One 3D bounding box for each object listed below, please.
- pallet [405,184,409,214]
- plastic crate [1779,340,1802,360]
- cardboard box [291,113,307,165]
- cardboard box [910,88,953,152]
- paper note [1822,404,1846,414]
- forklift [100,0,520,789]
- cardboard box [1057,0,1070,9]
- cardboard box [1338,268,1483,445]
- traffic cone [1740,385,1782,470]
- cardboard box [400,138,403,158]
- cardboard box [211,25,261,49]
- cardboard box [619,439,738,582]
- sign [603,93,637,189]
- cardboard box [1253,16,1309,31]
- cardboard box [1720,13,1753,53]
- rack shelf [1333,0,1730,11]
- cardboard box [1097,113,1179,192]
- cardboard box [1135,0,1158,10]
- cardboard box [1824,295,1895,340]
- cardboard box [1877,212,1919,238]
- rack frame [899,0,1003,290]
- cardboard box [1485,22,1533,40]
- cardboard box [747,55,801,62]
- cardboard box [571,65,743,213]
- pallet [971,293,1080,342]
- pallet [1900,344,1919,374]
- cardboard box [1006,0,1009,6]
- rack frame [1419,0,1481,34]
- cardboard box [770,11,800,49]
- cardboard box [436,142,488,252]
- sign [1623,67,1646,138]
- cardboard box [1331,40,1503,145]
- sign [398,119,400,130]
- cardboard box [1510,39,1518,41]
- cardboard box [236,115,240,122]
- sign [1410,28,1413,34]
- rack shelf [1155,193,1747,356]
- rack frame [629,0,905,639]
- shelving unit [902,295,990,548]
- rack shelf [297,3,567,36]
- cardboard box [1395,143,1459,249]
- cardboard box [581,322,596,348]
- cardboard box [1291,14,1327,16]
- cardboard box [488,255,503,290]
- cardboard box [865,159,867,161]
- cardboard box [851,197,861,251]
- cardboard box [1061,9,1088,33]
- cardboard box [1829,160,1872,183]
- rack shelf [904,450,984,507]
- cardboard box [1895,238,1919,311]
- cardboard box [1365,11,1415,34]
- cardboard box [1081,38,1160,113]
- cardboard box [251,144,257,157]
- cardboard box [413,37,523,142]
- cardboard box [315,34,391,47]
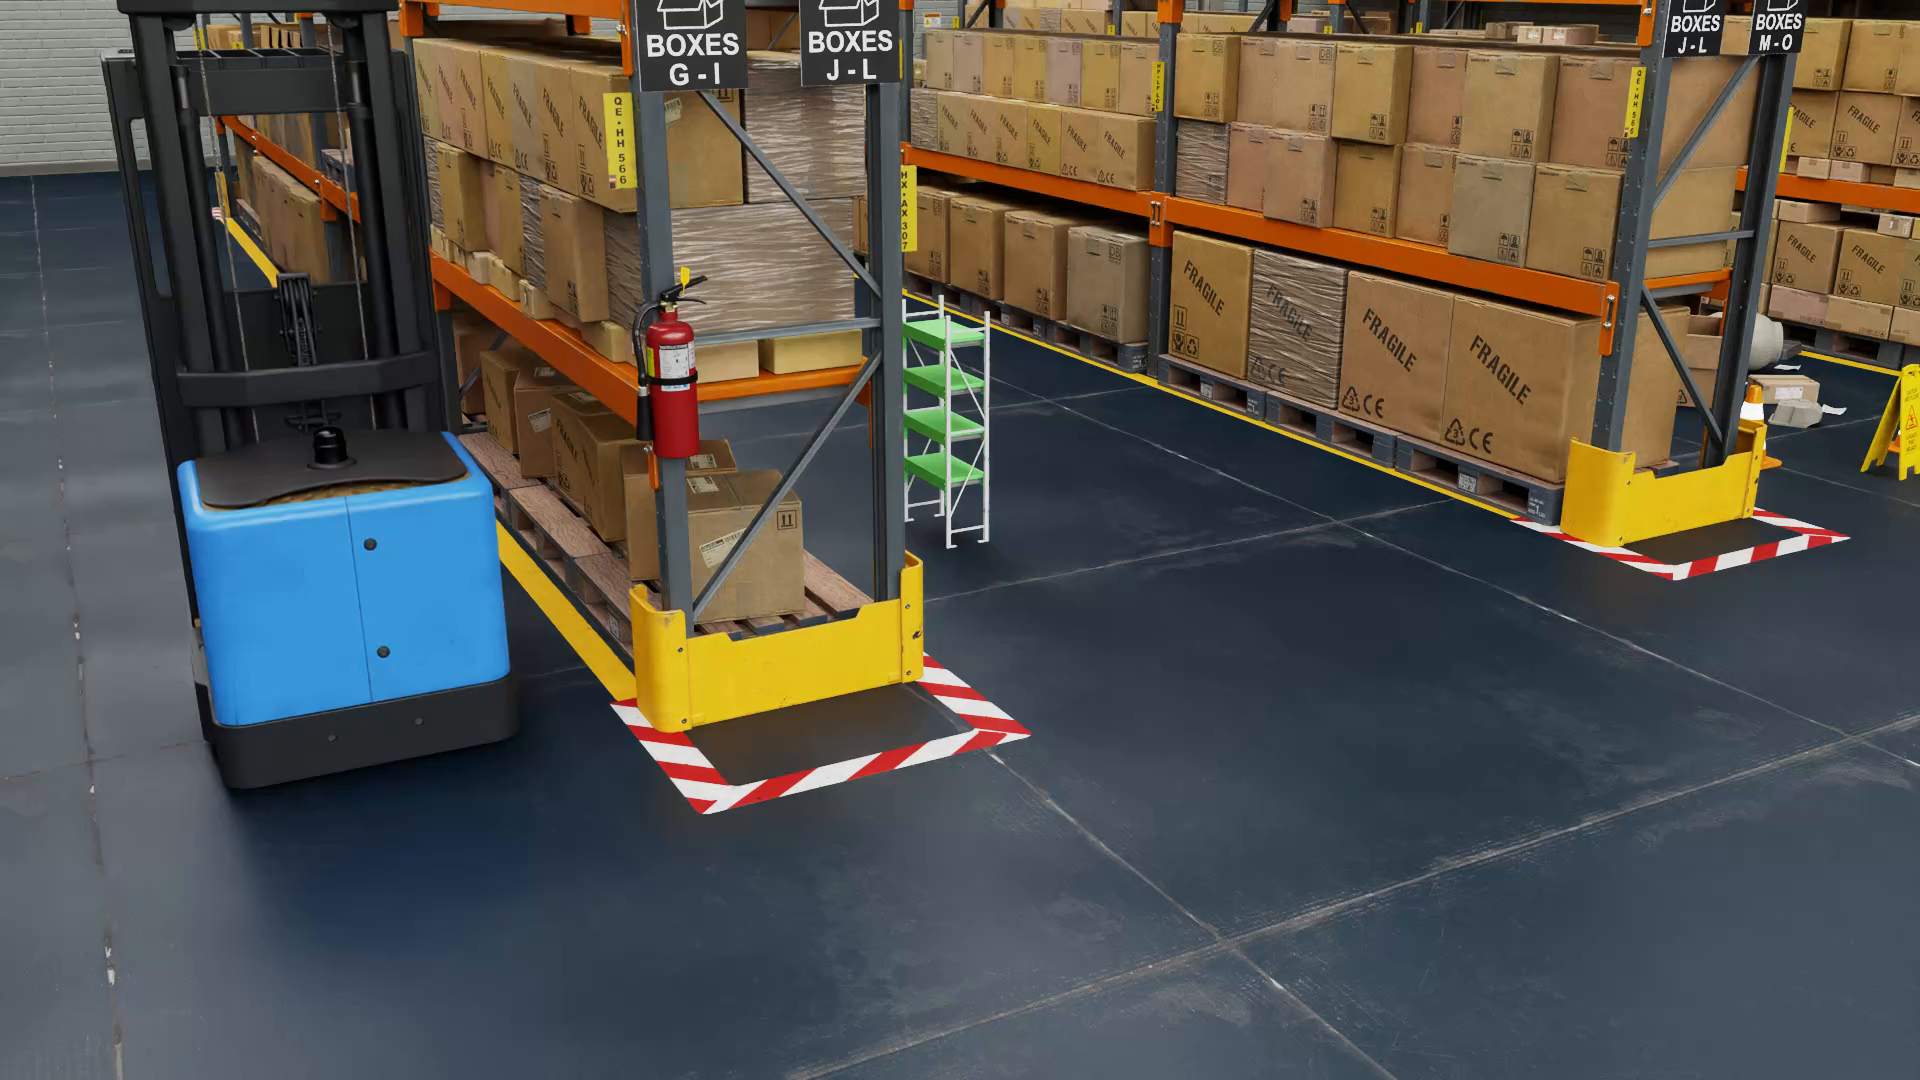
[{"bbox_3d":[-2.824,-2.079,10.352,1.003,0.211,1.213,-10,21,-27],"label":"pallet"},{"bbox_3d":[6.156,-1.505,12.870,0.583,0.080,0.402,16,25,39],"label":"plastic crate"},{"bbox_3d":[-5.173,-3.371,13.647,0.500,0.500,0.500,-10,22,-27],"label":"cardboard box"},{"bbox_3d":[-0.100,-3.692,14.579,0.500,0.500,0.500,-10,21,-26],"label":"cardboard box"},{"bbox_3d":[5.831,-0.874,11.117,0.142,0.019,0.148,16,25,39],"label":"paper note"},{"bbox_3d":[-2.779,-0.945,6.877,1.130,2.935,3.031,-9,21,-25],"label":"forklift"},{"bbox_3d":[1.481,-6.927,21.426,0.380,0.149,0.250,-10,21,-27],"label":"cardboard box"},{"bbox_3d":[2.923,-1.150,9.978,0.875,0.875,0.875,-10,22,-28],"label":"cardboard box"},{"bbox_3d":[4.721,-0.692,9.927,0.336,0.463,0.334,-10,21,-27],"label":"traffic cone"},{"bbox_3d":[-3.494,-2.658,10.935,0.797,0.503,0.637,-8,20,-21],"label":"cardboard box"},{"bbox_3d":[-7.809,-5.326,18.091,0.500,0.500,0.500,-11,22,-28],"label":"cardboard box"},{"bbox_3d":[-1.286,-0.144,7.640,0.500,0.500,0.500,-4,20,-12],"label":"cardboard box"},{"bbox_3d":[-1.188,-1.396,5.819,0.100,0.325,0.005,-10,21,-27],"label":"sign"},{"bbox_3d":[3.506,-5.385,17.952,0.500,0.500,0.500,-10,21,-26],"label":"cardboard box"},{"bbox_3d":[6.150,-3.963,13.377,0.700,0.500,0.500,-10,22,-27],"label":"cardboard box"},{"bbox_3d":[5.182,-5.115,15.360,1.077,0.370,4.000,-10,21,-27],"label":"rack shelf"},{"bbox_3d":[1.341,-2.823,12.060,0.500,0.500,0.500,-10,21,-27],"label":"cardboard box"},{"bbox_3d":[2.412,-6.717,20.817,0.380,0.149,0.250,-10,22,-27],"label":"cardboard box"},{"bbox_3d":[6.918,-1.703,12.539,0.500,0.250,0.500,-11,22,-29],"label":"cardboard box"},{"bbox_3d":[6.948,-2.307,12.147,0.380,0.149,0.250,-9,21,-24],"label":"cardboard box"},{"bbox_3d":[-0.076,-3.815,15.089,1.000,3.000,0.127,-10,21,-27],"label":"rack frame"},{"bbox_3d":[5.258,-4.878,15.922,0.380,0.149,0.250,-11,22,-29],"label":"cardboard box"},{"bbox_3d":[-0.943,-1.785,7.063,0.500,0.500,0.500,-10,21,-27],"label":"cardboard box"},{"bbox_3d":[-1.169,-1.560,6.410,0.500,0.500,0.500,-10,21,-27],"label":"cardboard box"},{"bbox_3d":[0.808,-1.909,13.841,1.003,0.211,1.213,-10,21,-27],"label":"pallet"},{"bbox_3d":[7.641,-1.257,11.950,1.003,0.211,1.213,-10,21,-27],"label":"pallet"},{"bbox_3d":[0.709,-7.360,22.682,0.380,0.149,0.250,-11,22,-28],"label":"cardboard box"},{"bbox_3d":[6.700,-6.529,22.954,1.000,3.000,0.127,-10,21,-27],"label":"rack frame"},{"bbox_3d":[-1.975,-5.791,18.674,0.500,0.500,0.500,-9,21,-25],"label":"cardboard box"},{"bbox_3d":[-2.224,-1.828,8.721,0.875,0.500,0.500,-10,21,-27],"label":"cardboard box"},{"bbox_3d":[3.239,-2.098,7.975,0.100,0.325,0.005,-10,21,-27],"label":"sign"},{"bbox_3d":[2.726,-2.670,9.885,0.875,0.550,0.500,-10,21,-27],"label":"cardboard box"},{"bbox_3d":[-3.076,-2.388,9.178,0.100,0.325,0.005,-10,21,-27],"label":"sign"},{"bbox_3d":[5.447,-4.462,15.710,0.500,0.500,0.500,-11,22,-29],"label":"cardboard box"},{"bbox_3d":[-7.311,-4.438,17.278,0.380,0.149,0.250,-10,21,-26],"label":"cardboard box"},{"bbox_3d":[4.706,-5.208,17.471,0.100,0.325,0.005,-10,21,-27],"label":"sign"},{"bbox_3d":[2.773,-1.753,10.215,1.077,0.370,4.000,-10,21,-27],"label":"rack shelf"},{"bbox_3d":[-0.690,-0.779,6.292,1.000,3.000,0.127,-10,21,-27],"label":"rack frame"},{"bbox_3d":[-0.079,-0.615,8.573,0.258,1.200,0.503,-10,21,-27],"label":"shelving unit"},{"bbox_3d":[-3.539,-3.580,10.911,1.077,0.370,4.000,-10,21,-27],"label":"rack shelf"},{"bbox_3d":[3.071,-2.024,9.668,0.875,0.550,0.550,-10,21,-27],"label":"cardboard box"},{"bbox_3d":[-1.394,-0.920,7.085,0.380,0.149,0.250,-10,21,-27],"label":"cardboard box"},{"bbox_3d":[3.737,-5.602,18.582,0.500,0.500,0.500,-9,21,-25],"label":"cardboard box"},{"bbox_3d":[-2.137,-1.346,8.318,0.380,0.149,0.250,-10,21,-27],"label":"cardboard box"},{"bbox_3d":[-0.655,-3.712,16.828,0.500,0.250,0.500,-10,21,-26],"label":"cardboard box"},{"bbox_3d":[-0.862,-3.130,16.292,0.500,0.500,0.500,-9,21,-24],"label":"cardboard box"},{"bbox_3d":[1.632,-6.519,21.238,0.500,0.500,0.500,-10,22,-27],"label":"cardboard box"},{"bbox_3d":[6.743,-2.767,12.437,0.380,0.149,0.250,-10,21,-27],"label":"cardboard box"},{"bbox_3d":[-0.079,-0.327,8.673,0.258,0.148,0.480,-10,21,-27],"label":"rack shelf"},{"bbox_3d":[7.171,-1.907,11.980,0.500,0.500,0.500,-9,21,-25],"label":"cardboard box"},{"bbox_3d":[6.227,-7.422,24.166,0.500,0.500,0.500,-11,22,-28],"label":"cardboard box"},{"bbox_3d":[1.337,-3.476,12.420,0.700,0.500,0.500,-10,22,-28],"label":"cardboard box"},{"bbox_3d":[-7.059,-3.879,17.887,0.875,0.875,0.875,-10,21,-27],"label":"cardboard box"},{"bbox_3d":[-2.599,-2.420,8.903,0.500,0.500,0.500,-10,21,-27],"label":"cardboard box"},{"bbox_3d":[-4.822,-3.810,13.383,0.797,0.503,0.637,-9,21,-25],"label":"cardboard box"}]
